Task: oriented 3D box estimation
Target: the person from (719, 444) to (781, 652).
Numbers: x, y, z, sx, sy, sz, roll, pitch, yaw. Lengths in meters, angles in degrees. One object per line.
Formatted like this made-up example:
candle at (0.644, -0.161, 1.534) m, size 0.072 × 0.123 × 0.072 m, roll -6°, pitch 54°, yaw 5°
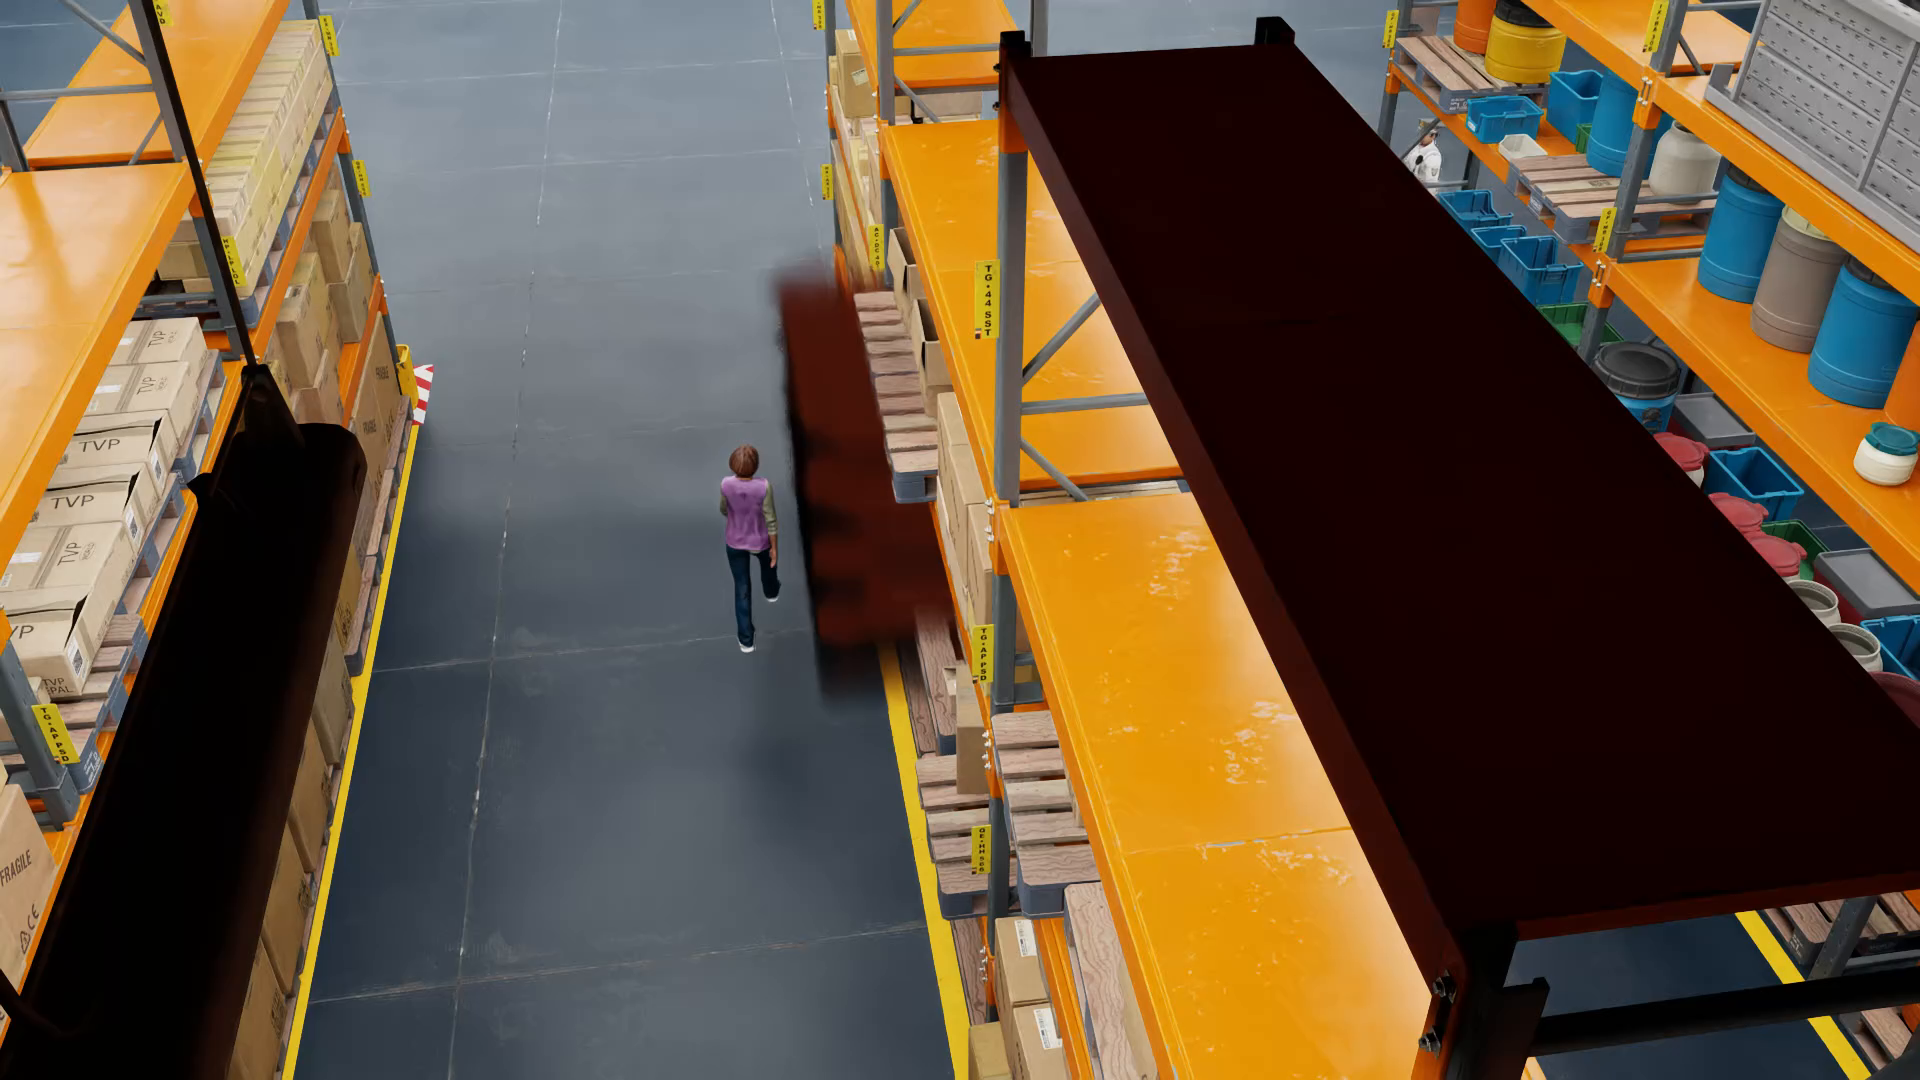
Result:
person at (-1.456, -0.056, 11.683) m, size 0.432 × 1.559 × 0.876 m, roll 1°, pitch 36°, yaw 1°

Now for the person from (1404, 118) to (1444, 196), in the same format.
person at (4.572, -3.431, 16.693) m, size 0.391 × 1.688 × 0.509 m, roll -4°, pitch 36°, yaw -5°
